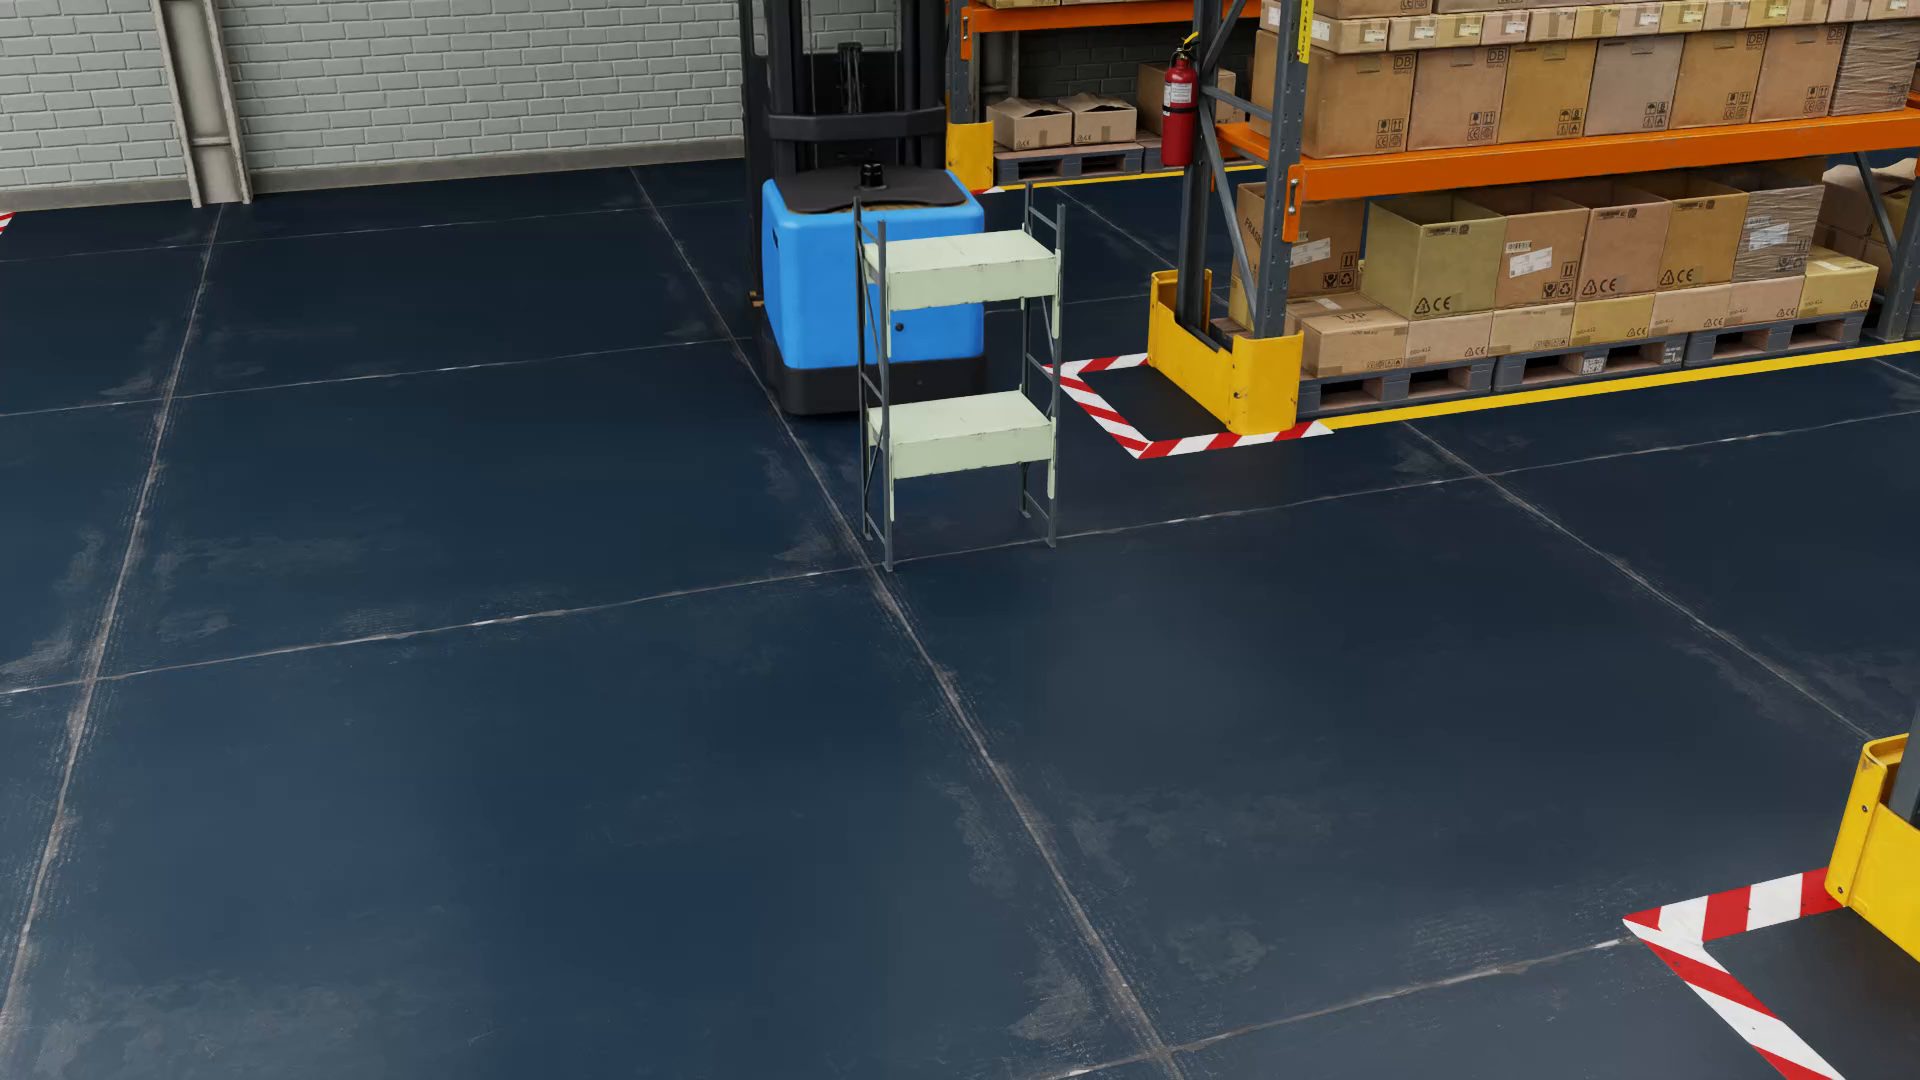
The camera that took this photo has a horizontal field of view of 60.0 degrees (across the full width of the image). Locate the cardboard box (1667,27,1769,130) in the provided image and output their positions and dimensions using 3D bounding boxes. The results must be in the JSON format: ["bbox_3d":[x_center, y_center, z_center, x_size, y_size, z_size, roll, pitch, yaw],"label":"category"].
[{"bbox_3d":[3.796,-2.520,8.839,0.500,0.500,0.700,-8,27,-15],"label":"cardboard box"}]

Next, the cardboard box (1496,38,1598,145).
[{"bbox_3d":[2.810,-2.374,8.547,0.500,0.500,0.700,-8,28,-16],"label":"cardboard box"}]

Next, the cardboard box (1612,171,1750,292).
[{"bbox_3d":[3.867,-1.683,9.044,0.500,0.500,0.500,-8,28,-16],"label":"cardboard box"}]

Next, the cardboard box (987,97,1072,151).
[{"bbox_3d":[0.538,-3.274,13.001,0.500,0.311,0.500,-12,29,-22],"label":"cardboard box"}]

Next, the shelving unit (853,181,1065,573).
[{"bbox_3d":[-0.006,-0.671,6.915,0.755,1.500,0.431,-8,28,-16],"label":"shelving unit"}]

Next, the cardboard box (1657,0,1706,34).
[{"bbox_3d":[3.542,-2.677,8.426,0.250,0.149,0.380,-7,27,-14],"label":"cardboard box"}]

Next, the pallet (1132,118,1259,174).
[{"bbox_3d":[1.866,-3.249,13.558,1.213,0.211,1.003,-8,28,-16],"label":"pallet"}]

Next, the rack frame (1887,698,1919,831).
[{"bbox_3d":[2.921,-0.036,3.949,0.127,3.000,1.000,-8,28,-16],"label":"rack frame"}]

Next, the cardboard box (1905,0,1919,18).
[{"bbox_3d":[5.001,-2.889,8.853,0.250,0.149,0.380,-8,28,-16],"label":"cardboard box"}]

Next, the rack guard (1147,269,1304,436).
[{"bbox_3d":[1.367,-1.008,8.717,0.348,0.500,1.175,-8,28,-16],"label":"rack guard"}]

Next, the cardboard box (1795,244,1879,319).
[{"bbox_3d":[4.820,-1.482,9.481,0.500,0.250,0.500,-8,28,-16],"label":"cardboard box"}]

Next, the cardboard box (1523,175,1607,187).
[{"bbox_3d":[3.230,-1.835,9.349,0.500,0.500,0.500,-8,28,-16],"label":"cardboard box"}]

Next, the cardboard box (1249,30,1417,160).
[{"bbox_3d":[1.838,-2.234,8.265,0.500,0.500,0.700,-8,28,-16],"label":"cardboard box"}]

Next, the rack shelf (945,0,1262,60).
[{"bbox_3d":[1.754,-4.178,13.101,4.000,0.370,1.077,-8,28,-16],"label":"rack shelf"}]

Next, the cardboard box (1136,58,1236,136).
[{"bbox_3d":[1.793,-3.518,13.278,0.500,0.500,0.700,-10,28,-19],"label":"cardboard box"}]

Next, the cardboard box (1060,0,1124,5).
[{"bbox_3d":[0.904,-4.177,12.436,0.500,0.250,0.500,-9,28,-18],"label":"cardboard box"}]

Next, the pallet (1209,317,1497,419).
[{"bbox_3d":[2.104,-1.005,9.036,1.213,0.211,1.003,-8,28,-16],"label":"pallet"}]

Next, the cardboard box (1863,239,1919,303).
[{"bbox_3d":[5.654,-1.589,9.697,0.500,0.250,0.500,-9,28,-17],"label":"cardboard box"}]

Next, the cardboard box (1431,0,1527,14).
[{"bbox_3d":[2.387,-2.897,8.141,0.500,0.500,0.700,-9,28,-17],"label":"cardboard box"}]

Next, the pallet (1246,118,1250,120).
[{"bbox_3d":[3.028,-3.419,13.899,1.213,0.211,1.003,-8,28,-16],"label":"pallet"}]

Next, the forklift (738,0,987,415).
[{"bbox_3d":[-0.670,-2.574,9.138,1.130,2.935,3.031,-5,27,-11],"label":"forklift"}]

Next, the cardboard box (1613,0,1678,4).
[{"bbox_3d":[3.342,-3.036,8.421,0.500,0.500,0.700,-8,28,-16],"label":"cardboard box"}]

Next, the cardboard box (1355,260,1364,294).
[{"bbox_3d":[2.280,-1.360,9.236,0.500,0.250,0.500,-8,28,-16],"label":"cardboard box"}]

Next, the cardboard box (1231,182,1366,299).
[{"bbox_3d":[1.808,-1.623,8.922,0.500,0.500,0.500,-8,28,-16],"label":"cardboard box"}]

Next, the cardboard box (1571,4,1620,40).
[{"bbox_3d":[3.054,-2.607,8.286,0.250,0.149,0.380,-9,28,-17],"label":"cardboard box"}]

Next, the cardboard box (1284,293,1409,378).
[{"bbox_3d":[1.969,-1.067,8.646,0.500,0.250,0.500,-8,28,-16],"label":"cardboard box"}]

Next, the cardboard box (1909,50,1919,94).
[{"bbox_3d":[5.648,-2.700,9.485,0.500,0.250,0.500,-7,27,-13],"label":"cardboard box"}]

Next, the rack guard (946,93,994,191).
[{"bbox_3d":[-0.075,-3.115,12.963,0.348,0.500,1.175,-8,28,-16],"label":"rack guard"}]

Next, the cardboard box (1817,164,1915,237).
[{"bbox_3d":[5.490,-2.066,10.028,0.500,0.311,0.500,-8,28,-16],"label":"cardboard box"}]

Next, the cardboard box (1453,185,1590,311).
[{"bbox_3d":[2.915,-1.547,8.769,0.500,0.500,0.500,-8,28,-16],"label":"cardboard box"}]

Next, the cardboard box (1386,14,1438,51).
[{"bbox_3d":[2.080,-2.466,8.003,0.250,0.149,0.380,-9,28,-17],"label":"cardboard box"}]

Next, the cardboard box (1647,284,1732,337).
[{"bbox_3d":[3.871,-1.342,9.199,0.500,0.250,0.500,-8,28,-16],"label":"cardboard box"}]

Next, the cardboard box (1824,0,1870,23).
[{"bbox_3d":[4.517,-2.818,8.712,0.250,0.149,0.380,-9,28,-18],"label":"cardboard box"}]

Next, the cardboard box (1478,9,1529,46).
[{"bbox_3d":[2.558,-2.534,8.139,0.250,0.149,0.380,-9,28,-17],"label":"cardboard box"}]

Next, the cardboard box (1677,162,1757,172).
[{"bbox_3d":[4.183,-1.970,9.622,0.500,0.500,0.500,-8,28,-16],"label":"cardboard box"}]

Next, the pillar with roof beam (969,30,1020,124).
[{"bbox_3d":[1.583,-5.554,8.317,0.400,9.000,9.100,-8,28,-16],"label":"pillar with roof beam"}]

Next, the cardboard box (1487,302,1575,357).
[{"bbox_3d":[2.919,-1.206,8.926,0.500,0.250,0.500,-8,28,-16],"label":"cardboard box"}]

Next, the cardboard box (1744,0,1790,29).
[{"bbox_3d":[4.033,-2.749,8.573,0.250,0.149,0.380,-8,28,-16],"label":"cardboard box"}]

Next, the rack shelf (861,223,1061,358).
[{"bbox_3d":[-0.006,-1.020,6.741,0.720,0.370,0.431,-8,28,-16],"label":"rack shelf"}]

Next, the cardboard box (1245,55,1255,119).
[{"bbox_3d":[2.681,-3.693,13.632,0.500,0.500,0.500,-10,28,-20],"label":"cardboard box"}]

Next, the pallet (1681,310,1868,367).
[{"bbox_3d":[4.424,-1.341,9.713,1.213,0.211,1.003,-8,28,-16],"label":"pallet"}]

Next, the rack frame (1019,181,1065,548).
[{"bbox_3d":[0.342,-0.721,7.016,0.023,1.500,0.400,-8,28,-16],"label":"rack frame"}]

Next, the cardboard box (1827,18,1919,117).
[{"bbox_3d":[4.774,-2.662,9.127,0.500,0.500,0.700,-9,28,-17],"label":"cardboard box"}]

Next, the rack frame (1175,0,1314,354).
[{"bbox_3d":[1.390,-2.131,8.168,0.127,3.000,1.000,-8,28,-16],"label":"rack frame"}]
